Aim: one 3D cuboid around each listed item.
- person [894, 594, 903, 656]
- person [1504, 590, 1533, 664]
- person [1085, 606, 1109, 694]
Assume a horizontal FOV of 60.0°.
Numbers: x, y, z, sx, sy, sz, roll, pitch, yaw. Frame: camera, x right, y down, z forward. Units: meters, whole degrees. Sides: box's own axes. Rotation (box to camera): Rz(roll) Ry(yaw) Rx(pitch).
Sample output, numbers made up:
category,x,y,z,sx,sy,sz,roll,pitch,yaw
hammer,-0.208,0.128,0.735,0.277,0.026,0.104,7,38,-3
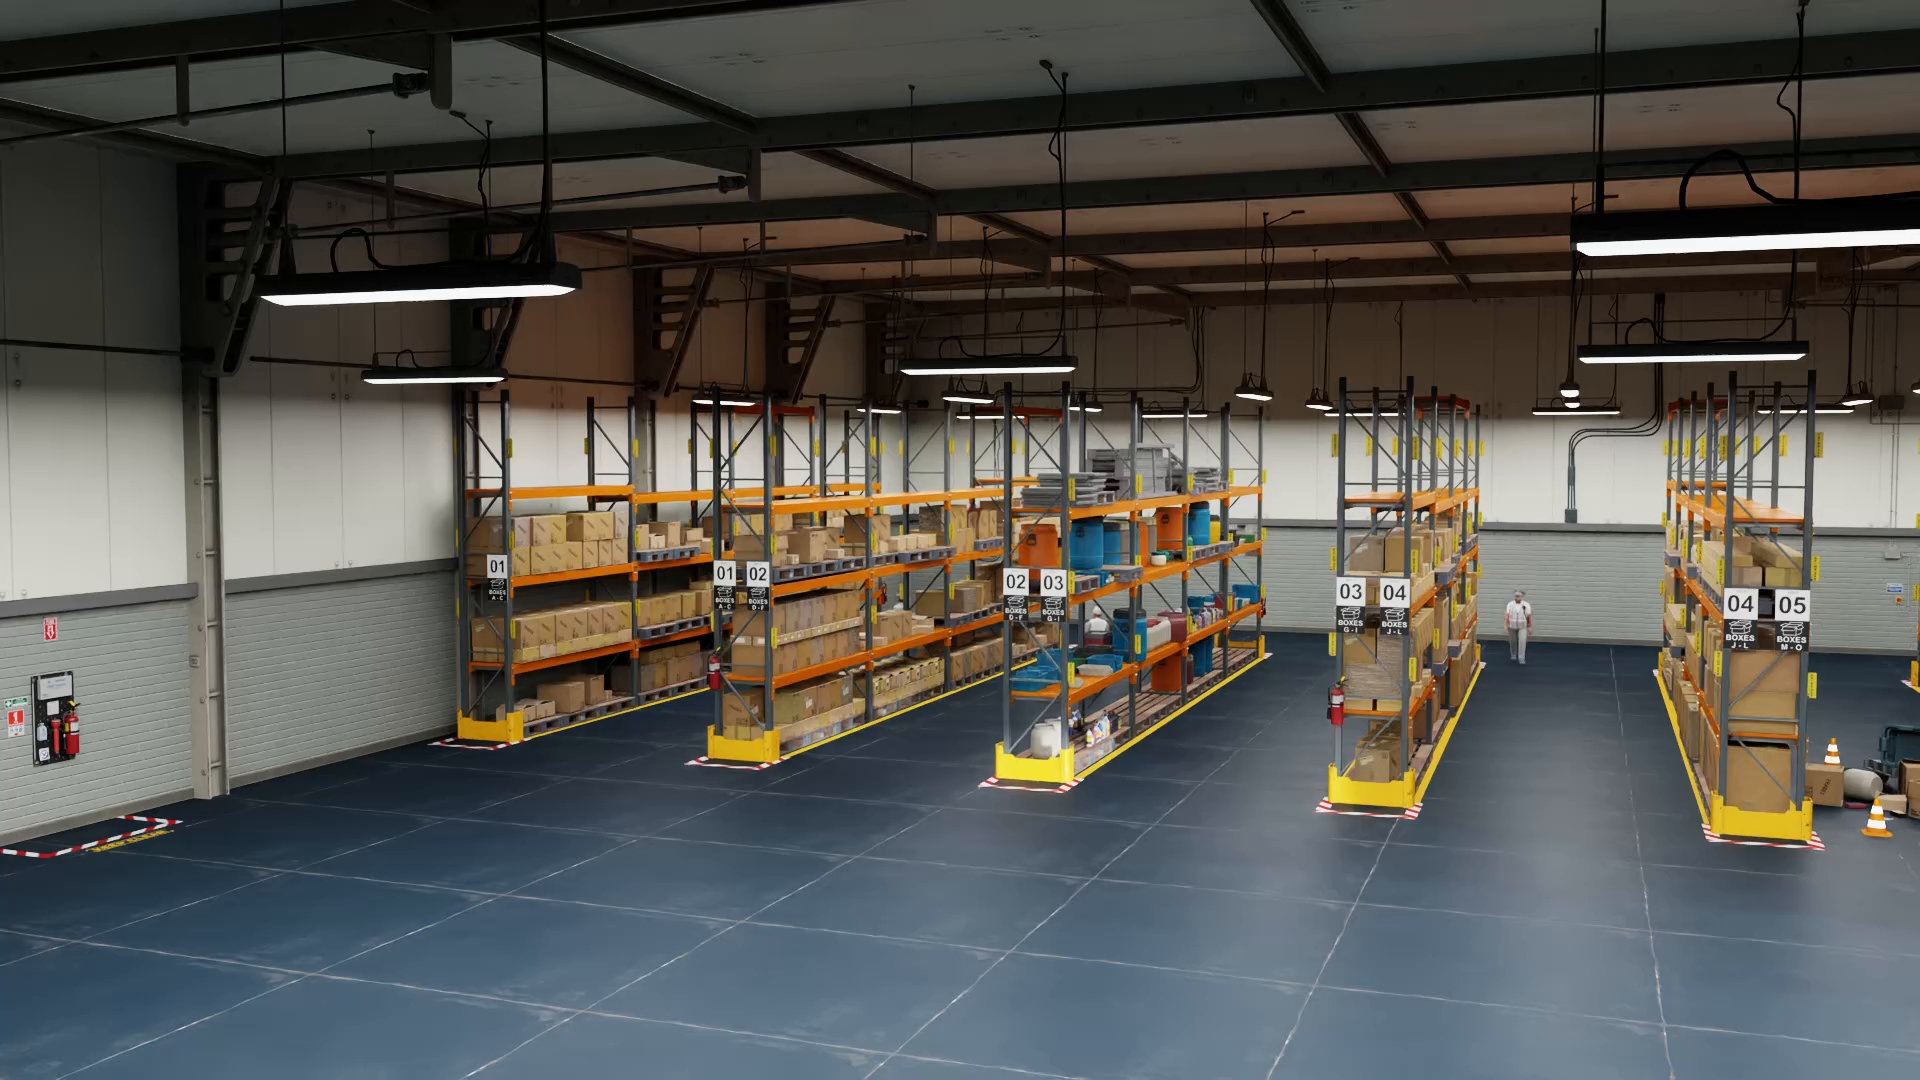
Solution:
category,x,y,z,sx,sy,sz,roll,pitch,yaw
person,-1.358,2.051,38.430,0.415,1.677,0.514,-3,4,-41
person,12.980,2.006,38.665,0.647,1.708,1.099,1,3,17
person,2.783,2.234,33.970,0.546,1.783,0.536,0,3,0
